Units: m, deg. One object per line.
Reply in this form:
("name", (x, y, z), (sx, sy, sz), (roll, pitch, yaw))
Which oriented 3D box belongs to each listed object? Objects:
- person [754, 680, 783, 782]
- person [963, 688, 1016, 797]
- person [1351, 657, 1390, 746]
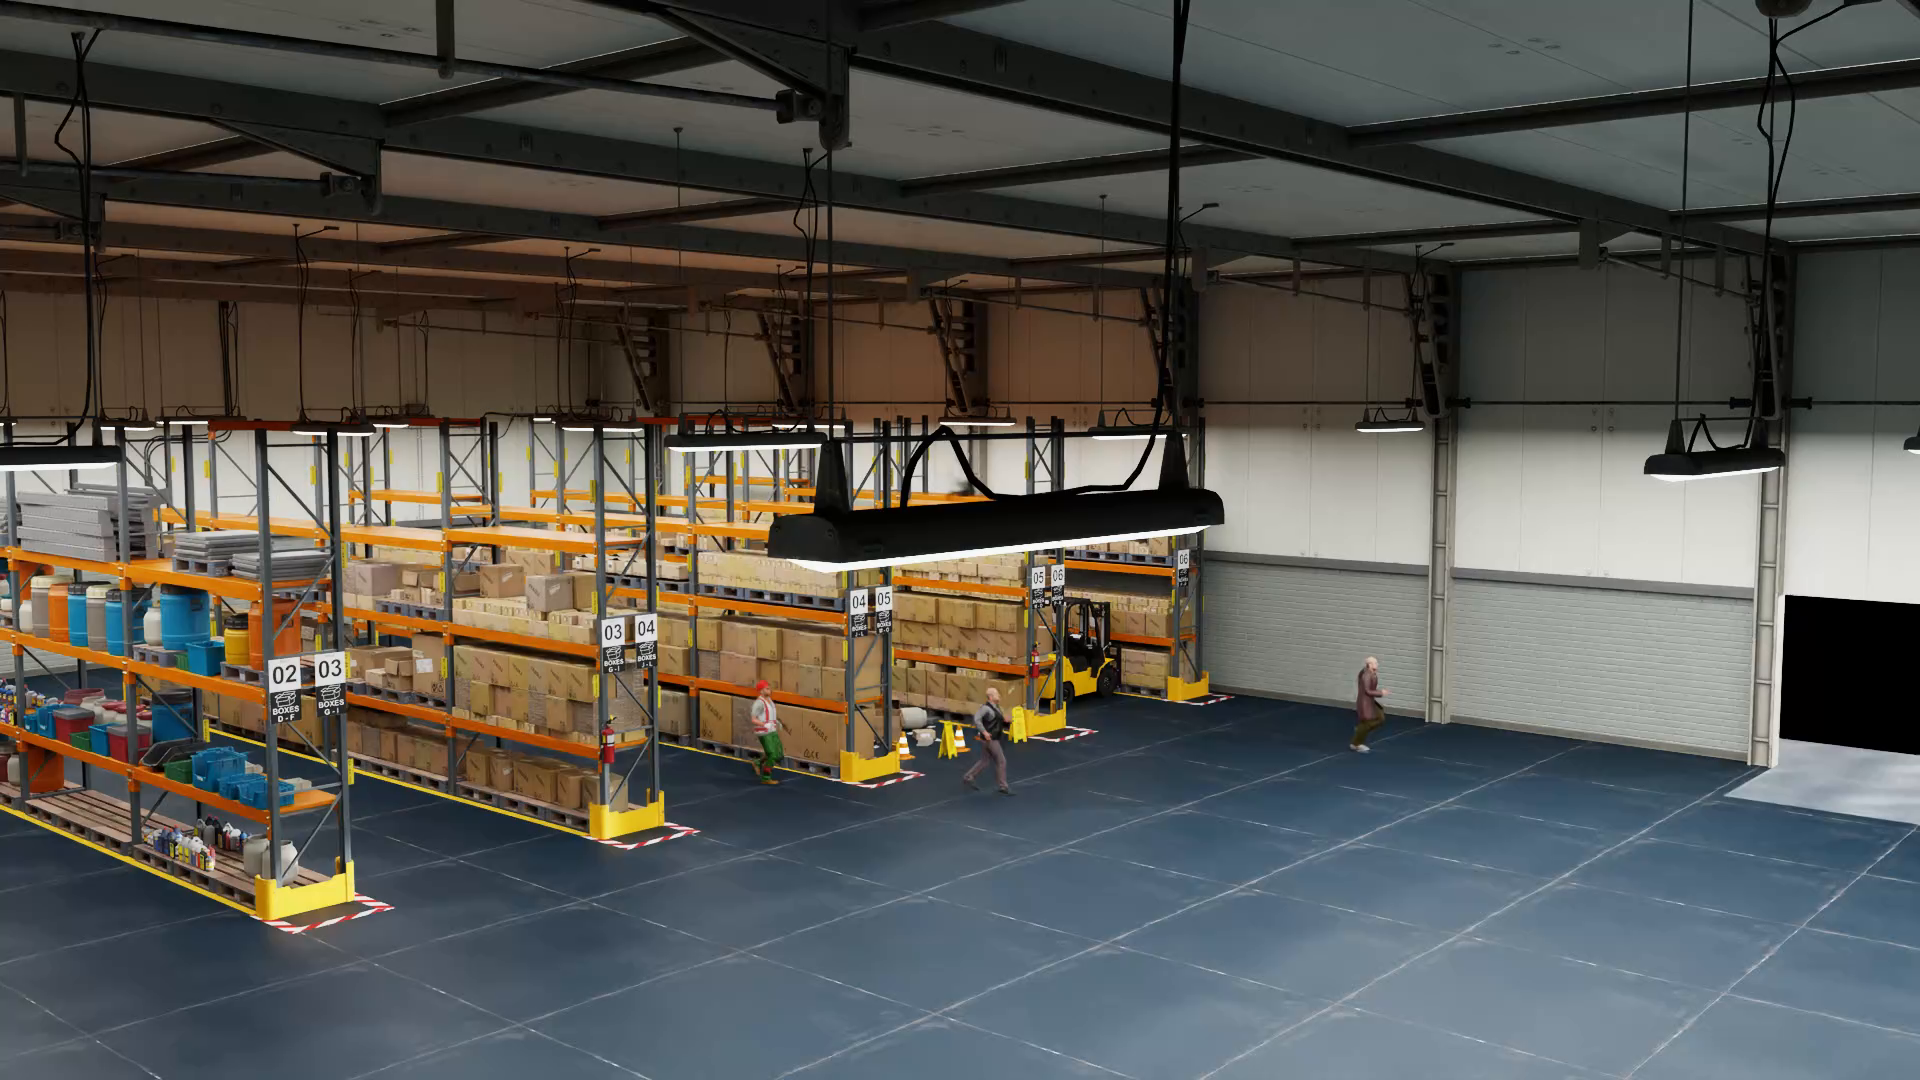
("person", (-3.186, 3.153, 27.454), (0.569, 1.683, 0.508), (2, 5, 20))
("person", (0.476, 3.245, 26.795), (0.877, 1.759, 0.638), (0, 5, 6))
("person", (7.428, 2.930, 30.063), (0.704, 1.654, 0.761), (2, 5, 23))
